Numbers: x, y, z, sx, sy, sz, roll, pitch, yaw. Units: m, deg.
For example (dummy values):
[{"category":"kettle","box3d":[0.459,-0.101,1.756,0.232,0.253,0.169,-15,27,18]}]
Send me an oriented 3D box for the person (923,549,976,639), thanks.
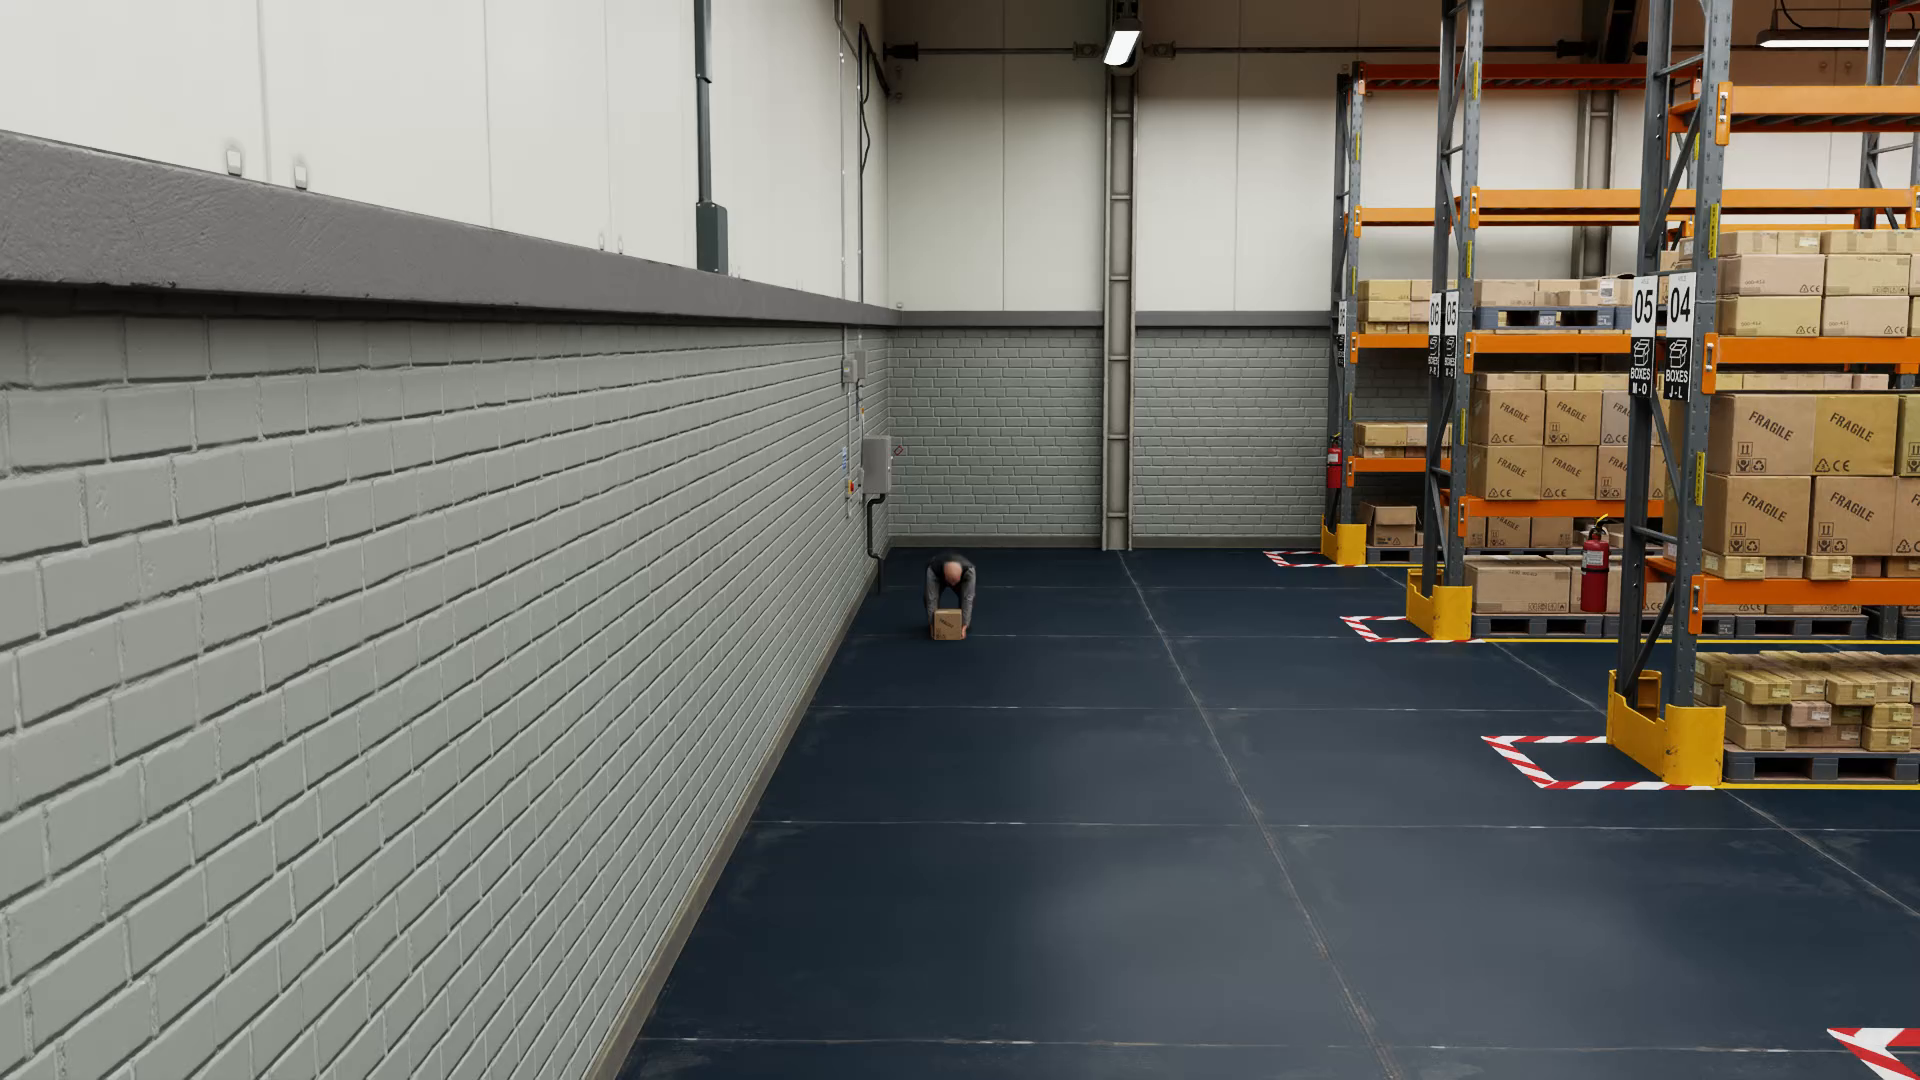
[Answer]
[{"category":"person","box3d":[-0.100,0.496,15.779,0.505,0.795,0.942,0,7,0]}]
